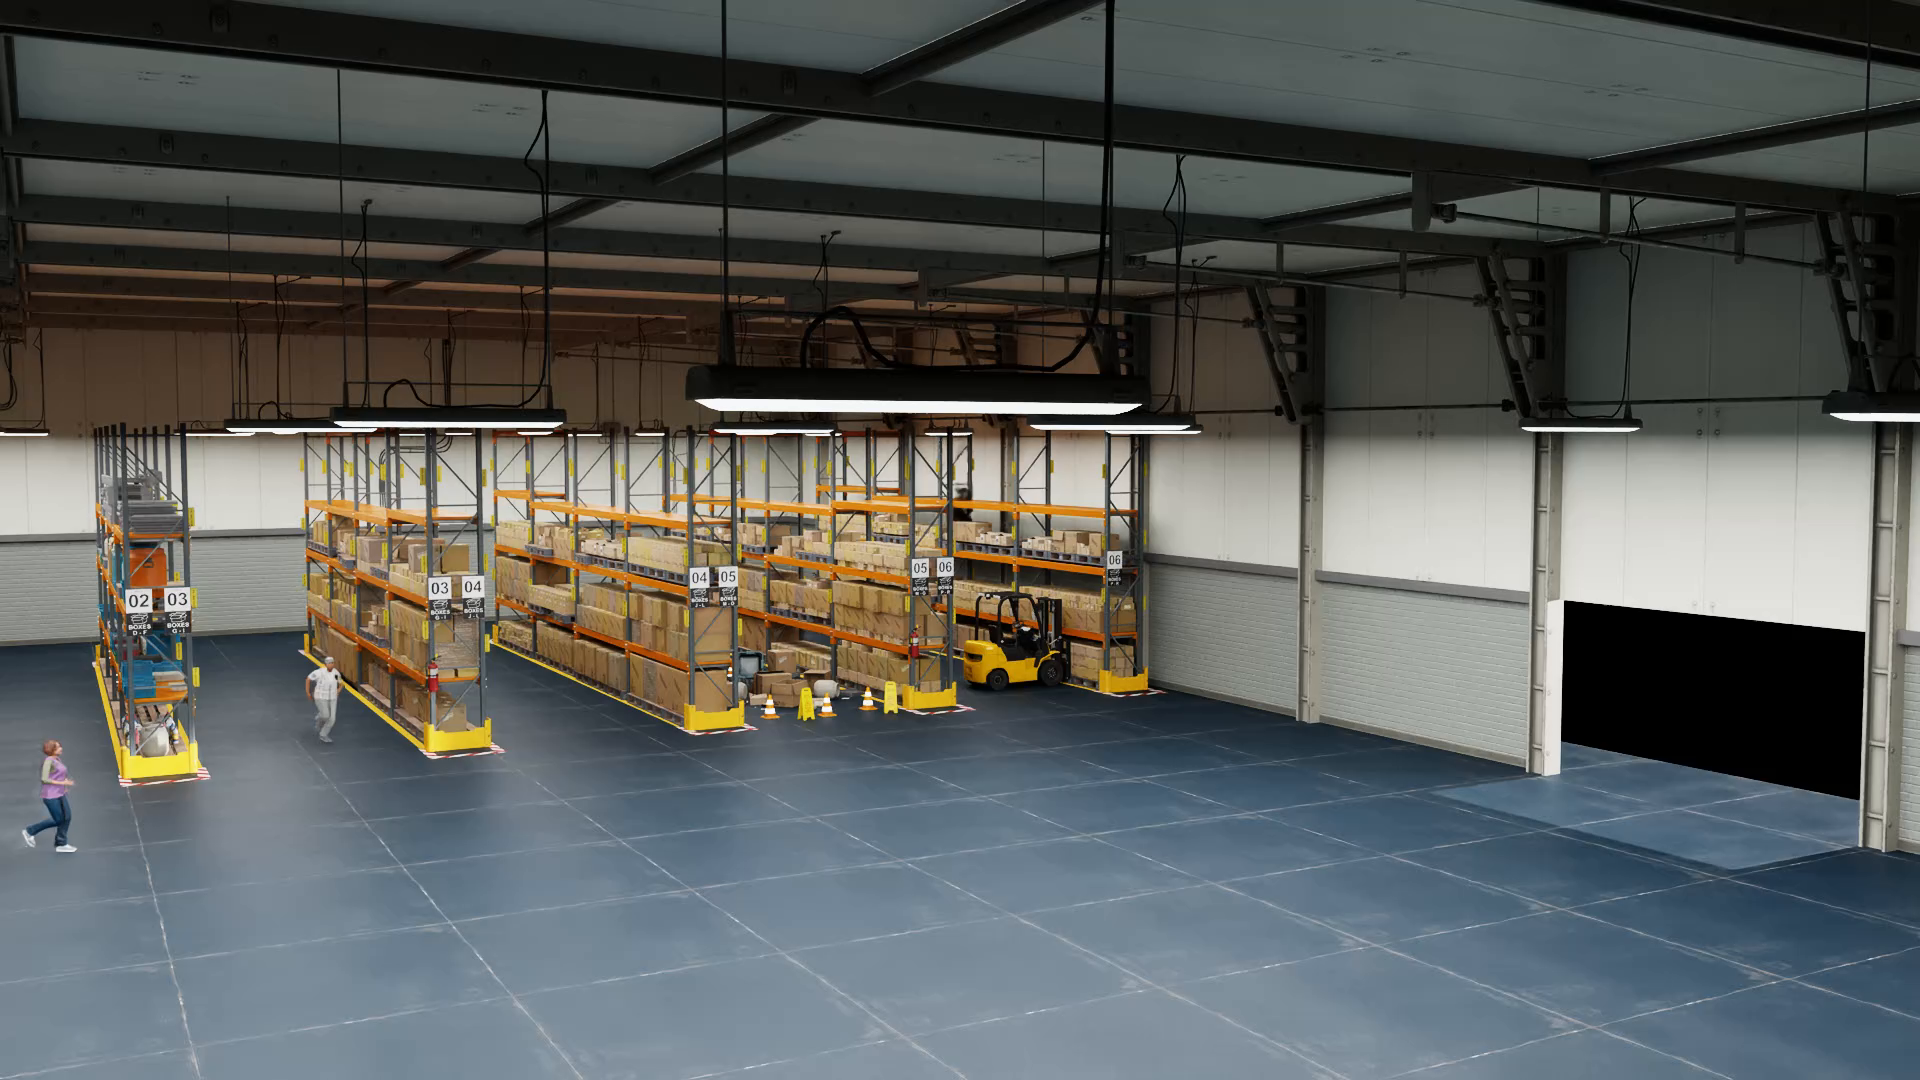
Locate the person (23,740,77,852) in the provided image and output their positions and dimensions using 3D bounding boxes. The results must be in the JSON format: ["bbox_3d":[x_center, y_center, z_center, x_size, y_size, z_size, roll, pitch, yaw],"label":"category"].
[{"bbox_3d":[-12.579,3.545,22.987,0.682,1.566,0.546,-1,4,-12],"label":"person"}]

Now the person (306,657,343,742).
[{"bbox_3d":[-12.005,3.022,31.513,0.638,1.619,0.623,-3,5,-44],"label":"person"}]
